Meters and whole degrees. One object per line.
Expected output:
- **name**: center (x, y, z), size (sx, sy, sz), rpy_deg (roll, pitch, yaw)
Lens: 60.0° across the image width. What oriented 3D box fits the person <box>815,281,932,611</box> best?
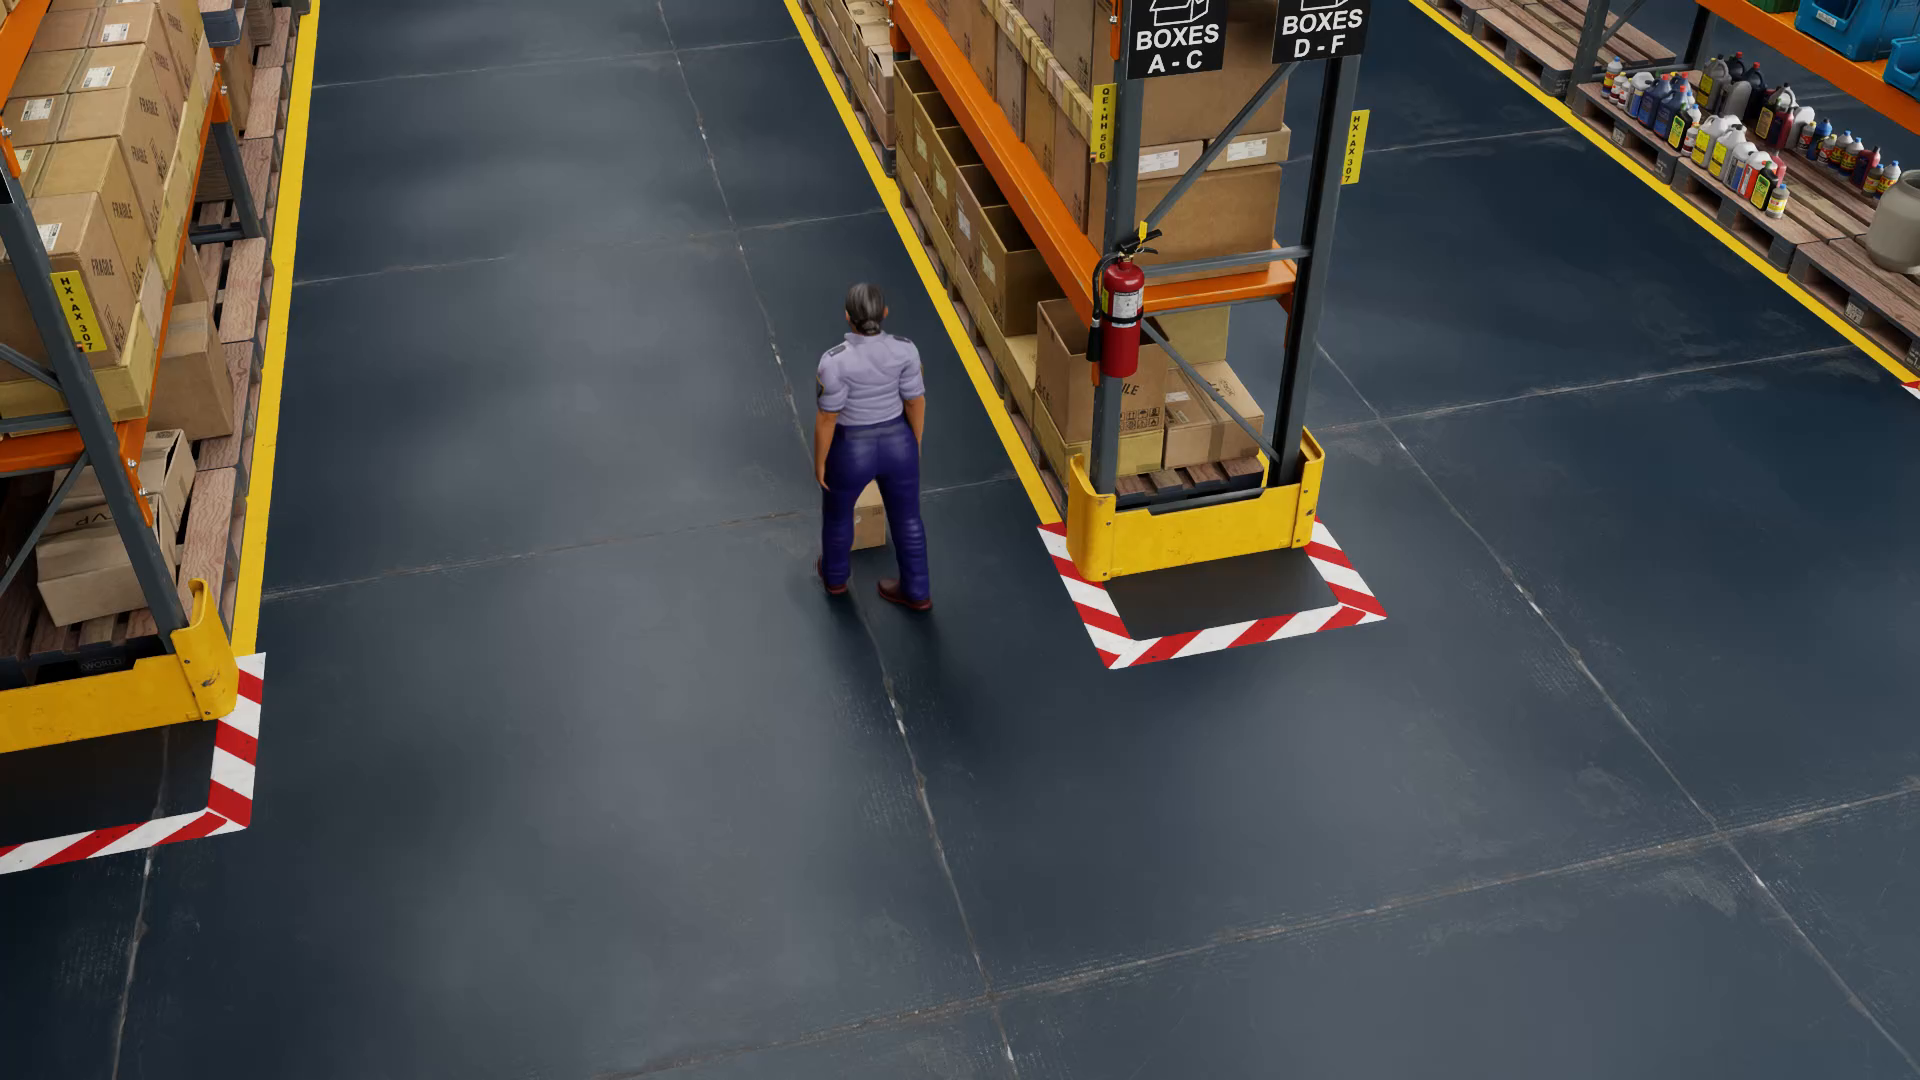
- **person**: center (-0.422, -0.423, 7.259), size (0.491, 1.654, 0.548), rpy_deg (-13, 40, -16)
